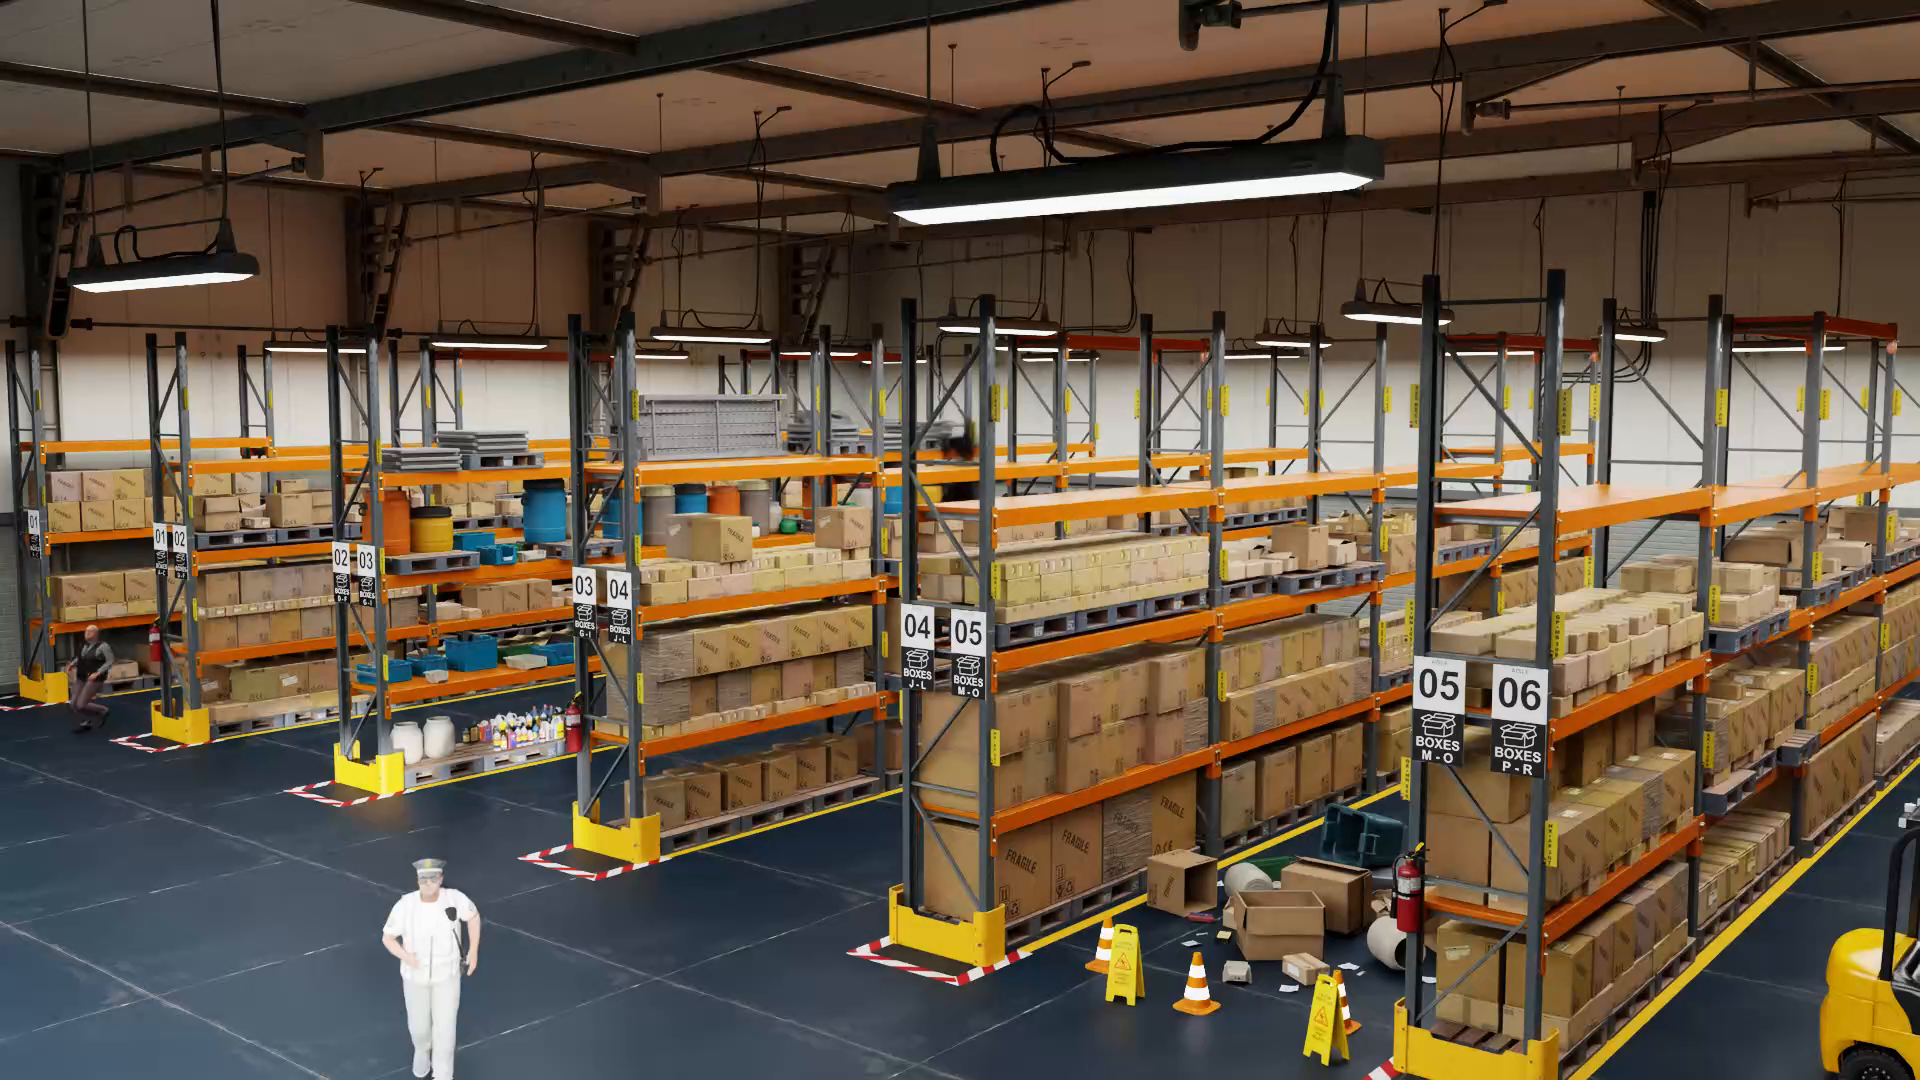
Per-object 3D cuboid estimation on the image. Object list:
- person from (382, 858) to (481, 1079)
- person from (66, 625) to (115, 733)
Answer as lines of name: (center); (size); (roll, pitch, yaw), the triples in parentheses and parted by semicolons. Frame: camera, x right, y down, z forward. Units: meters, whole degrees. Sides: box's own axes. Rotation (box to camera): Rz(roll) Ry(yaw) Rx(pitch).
person: (-3.868, 3.188, 12.206); (0.686, 1.806, 0.867); (-1, 5, -15)
person: (-13.113, 2.097, 25.078); (0.663, 1.646, 0.559); (2, 6, 26)
